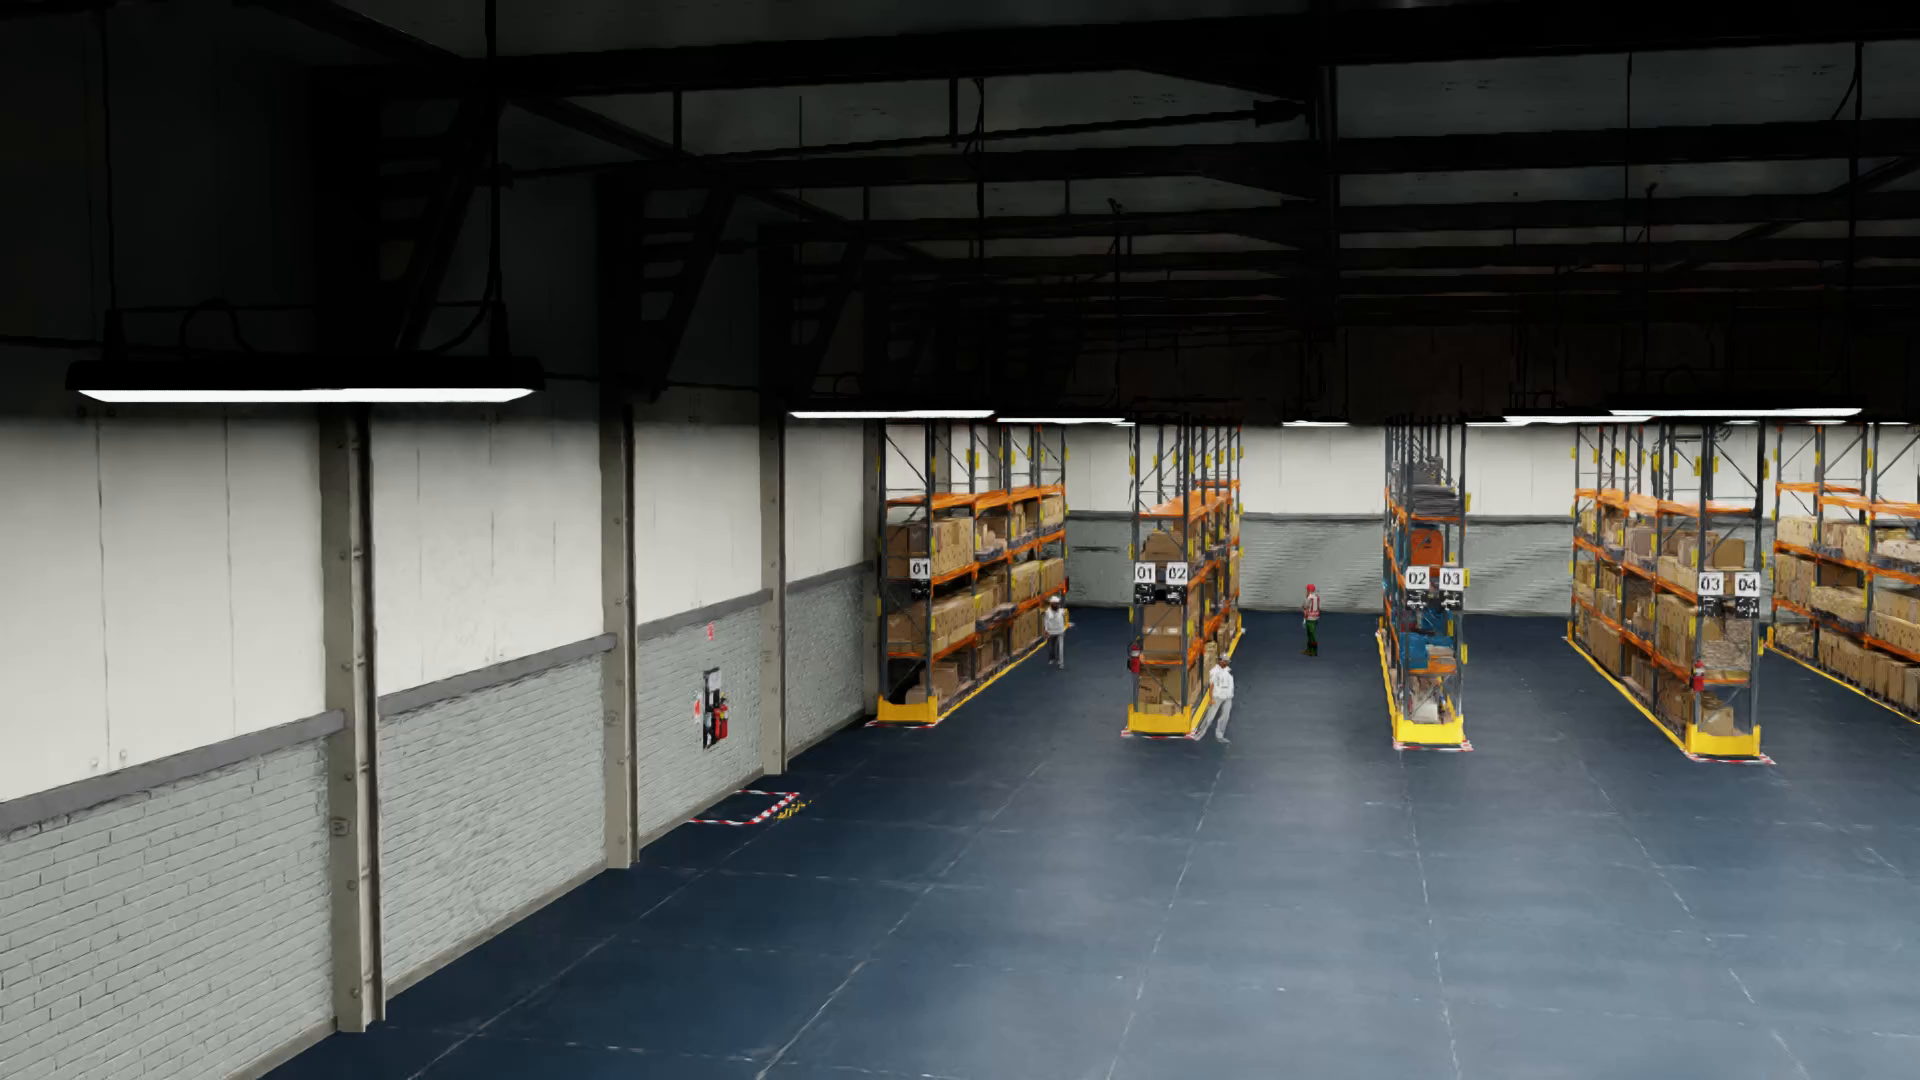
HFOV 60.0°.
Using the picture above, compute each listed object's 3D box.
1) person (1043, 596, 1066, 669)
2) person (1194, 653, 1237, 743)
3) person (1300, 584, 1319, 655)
[{"bbox_3d":[2.254,2.180,39.593,0.538,1.715,1.029,0,4,4],"label":"person"},{"bbox_3d":[4.619,2.858,30.161,0.692,1.656,0.539,-2,4,-29],"label":"person"},{"bbox_3d":[8.800,1.985,41.850,0.588,1.784,0.666,3,5,36],"label":"person"}]
